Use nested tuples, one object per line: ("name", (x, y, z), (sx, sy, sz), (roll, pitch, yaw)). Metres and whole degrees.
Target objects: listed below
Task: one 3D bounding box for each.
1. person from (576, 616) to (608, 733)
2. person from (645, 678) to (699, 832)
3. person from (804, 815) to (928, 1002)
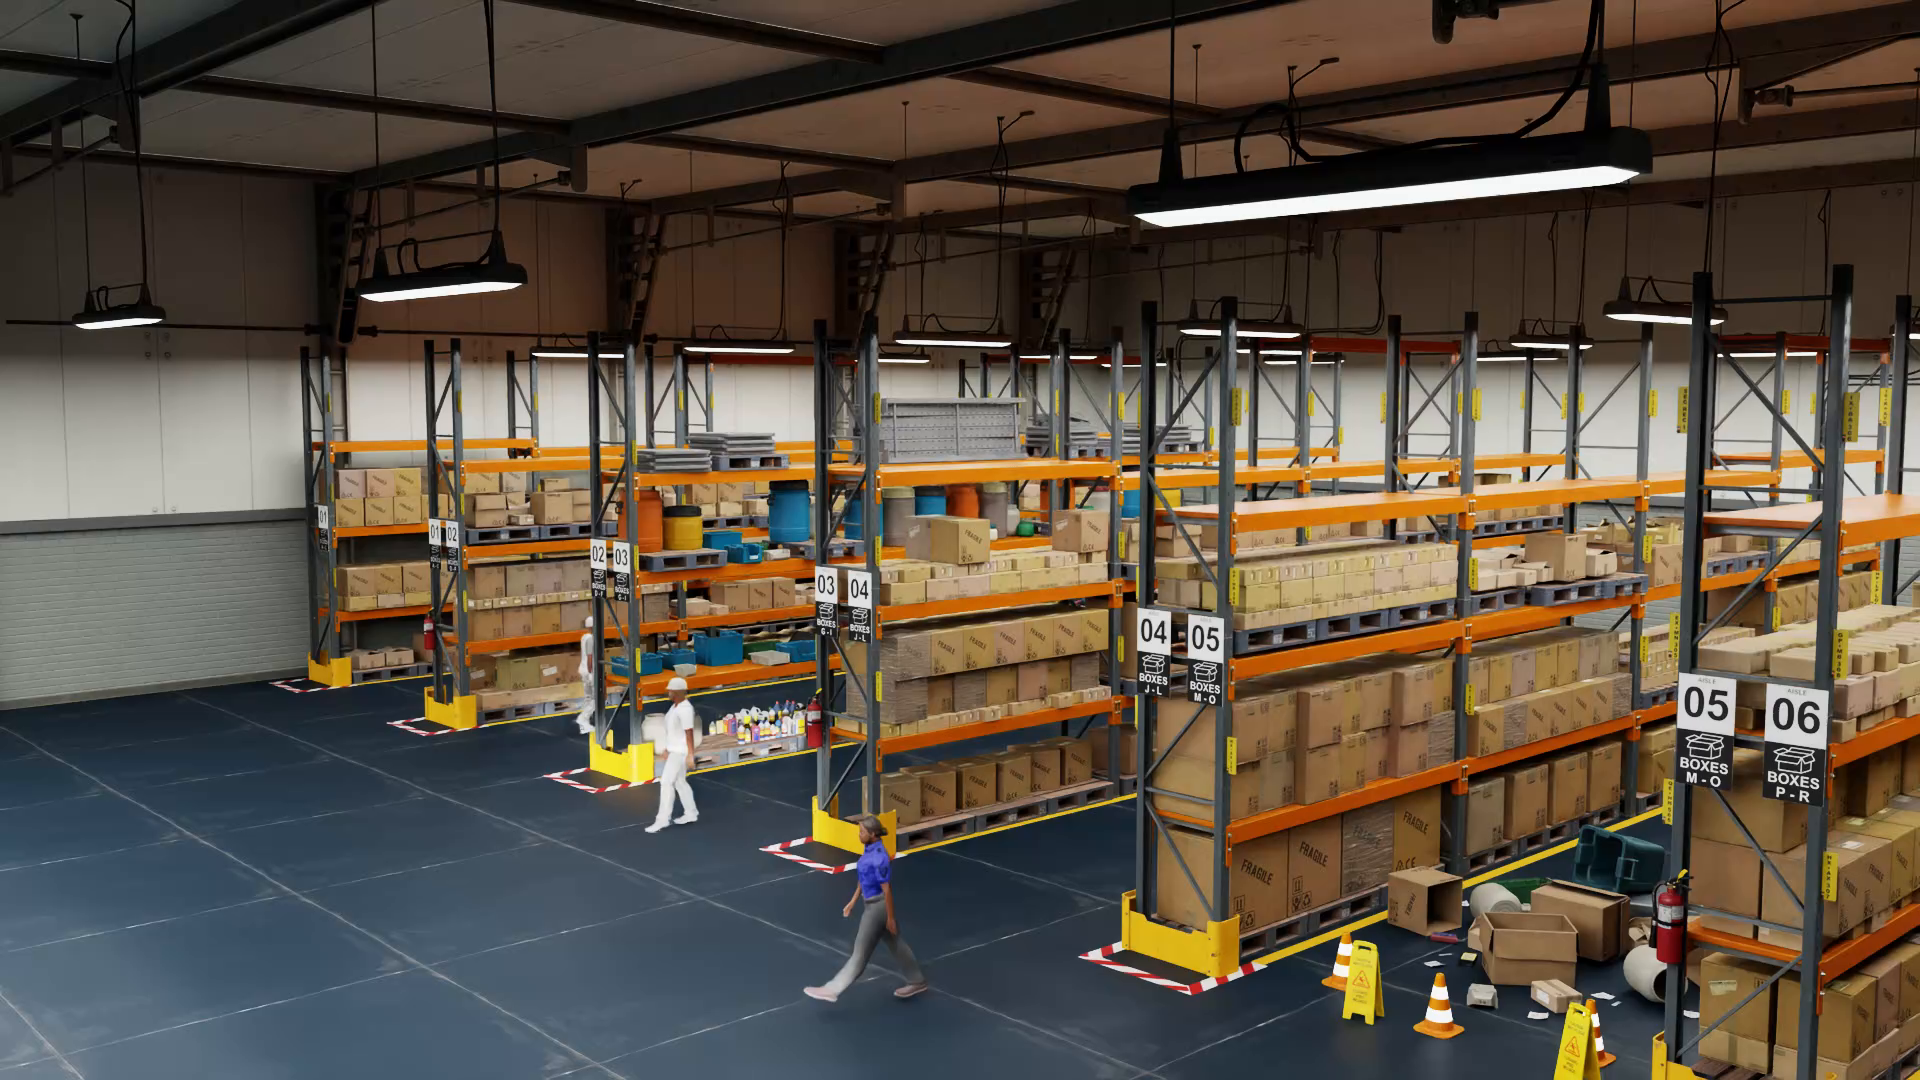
("person", (-5.656, 2.048, 25.316), (0.502, 1.771, 0.592), (-3, 6, -30))
("person", (-3.466, 2.535, 19.898), (0.668, 1.763, 0.655), (-1, 5, -14))
("person", (-0.794, 3.113, 14.077), (1.059, 1.597, 0.471), (0, 5, -5))
